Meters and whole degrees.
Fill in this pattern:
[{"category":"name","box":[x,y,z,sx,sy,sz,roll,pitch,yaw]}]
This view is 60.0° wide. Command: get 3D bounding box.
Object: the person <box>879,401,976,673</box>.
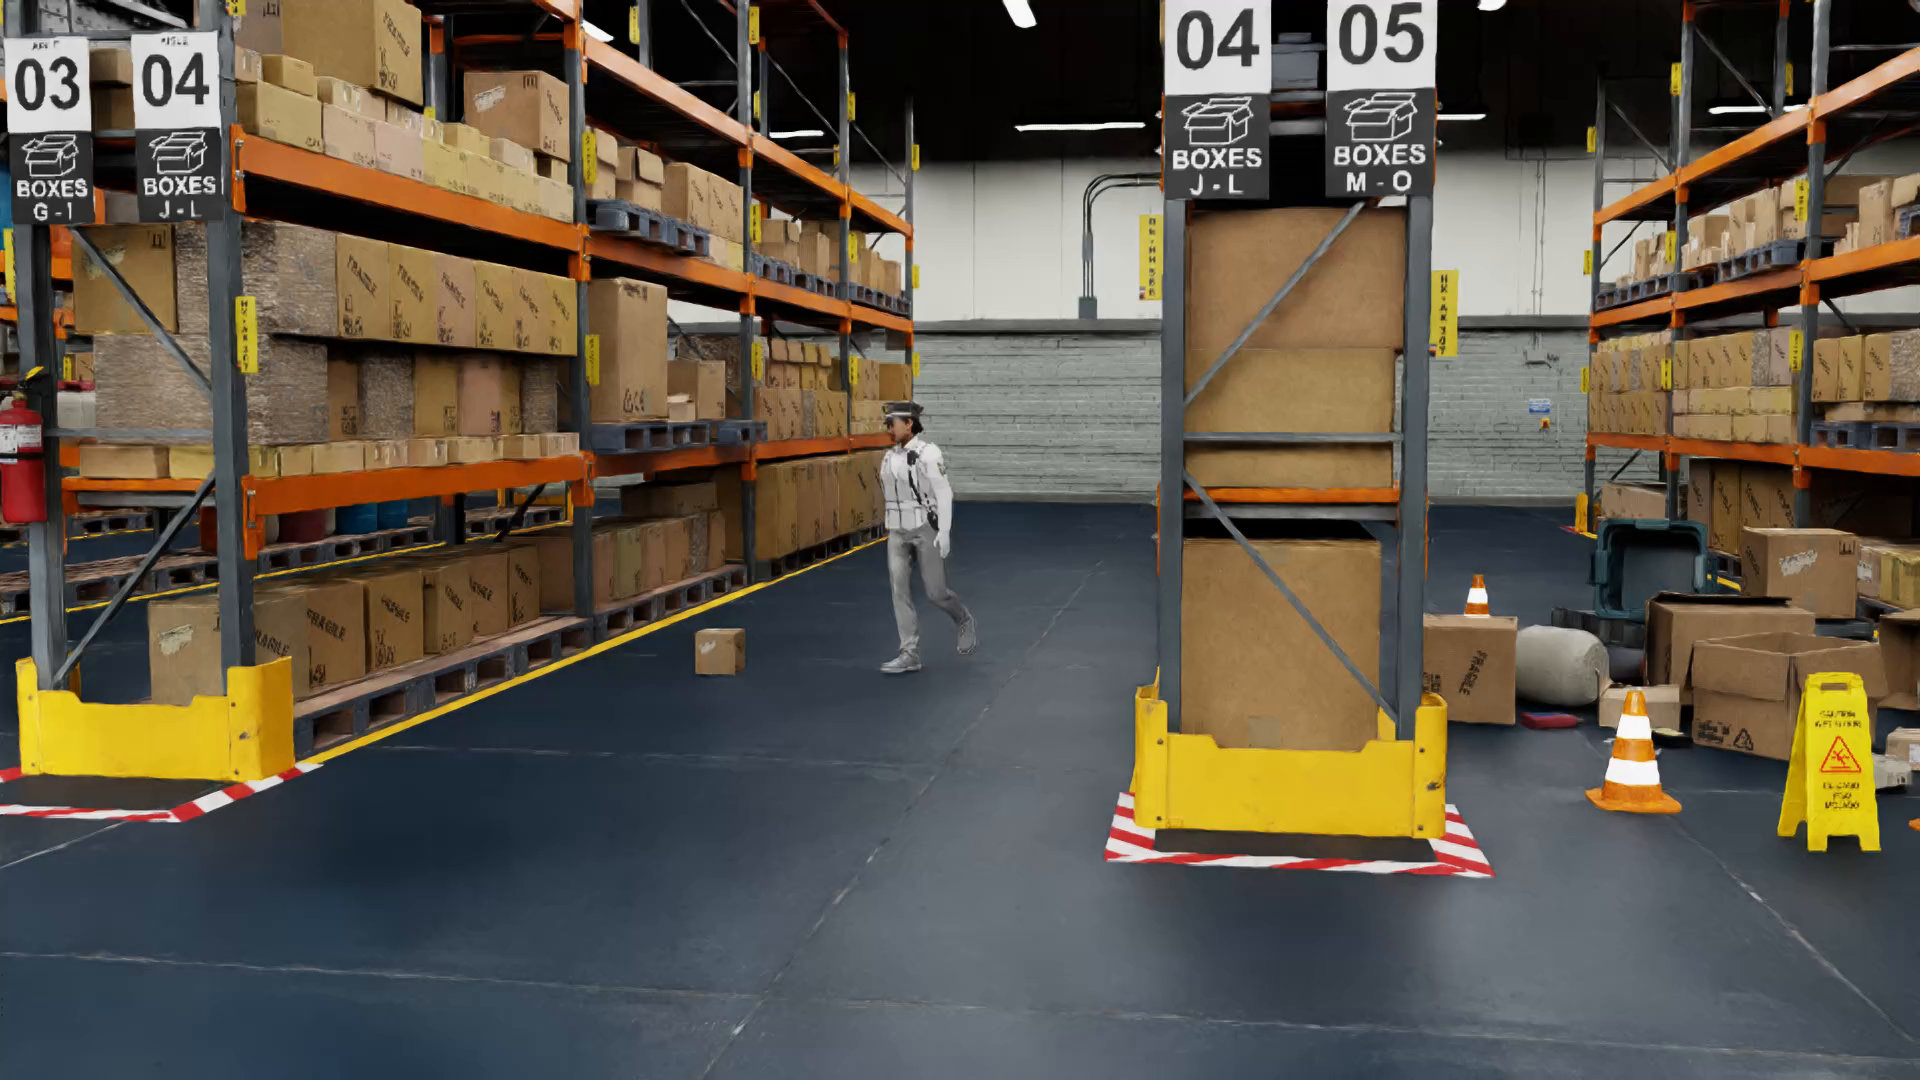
[{"category":"person","box":[-0.240,-0.037,10.298,0.522,1.639,0.783,3,6,34]}]
